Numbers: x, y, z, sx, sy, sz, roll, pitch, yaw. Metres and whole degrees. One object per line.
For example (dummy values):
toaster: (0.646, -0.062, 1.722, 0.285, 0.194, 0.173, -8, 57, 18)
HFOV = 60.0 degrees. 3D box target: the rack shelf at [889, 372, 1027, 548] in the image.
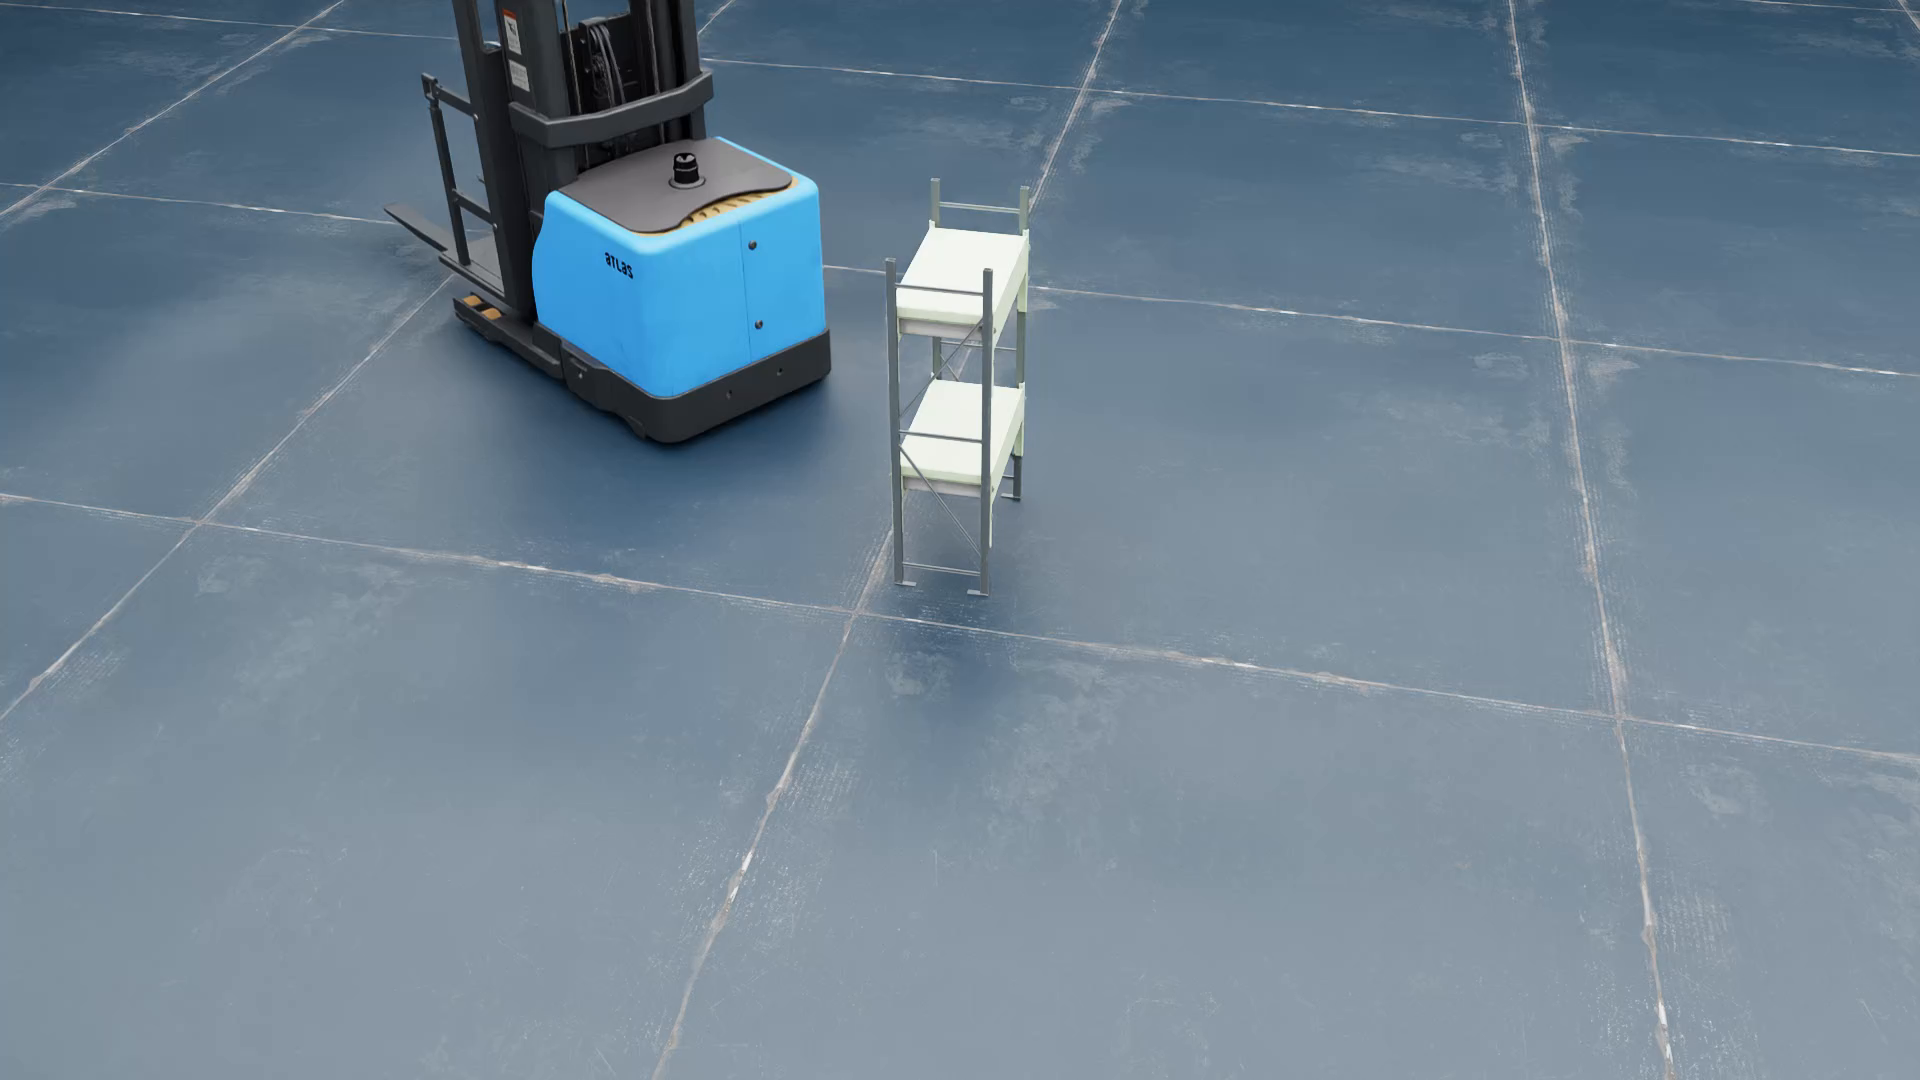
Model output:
rack shelf: (0.001, -0.347, 7.006, 0.431, 0.370, 0.720, 7, 37, 10)

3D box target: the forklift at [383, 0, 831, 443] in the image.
forklift: (-2.021, -2.412, 8.080, 1.130, 2.935, 3.031, -29, 45, -34)

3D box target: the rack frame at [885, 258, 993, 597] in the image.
rack frame: (-0.077, -0.401, 6.526, 0.400, 1.500, 0.023, 7, 37, 10)

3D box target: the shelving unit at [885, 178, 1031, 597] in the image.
shelving unit: (0.001, -0.611, 6.815, 0.431, 1.500, 0.755, 7, 37, 10)

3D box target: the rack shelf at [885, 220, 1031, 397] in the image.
rack shelf: (0.001, -0.927, 6.586, 0.431, 0.370, 0.720, 7, 37, 10)

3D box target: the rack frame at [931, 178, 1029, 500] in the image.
rack frame: (0.080, -0.821, 7.105, 0.400, 1.500, 0.023, 7, 37, 10)
